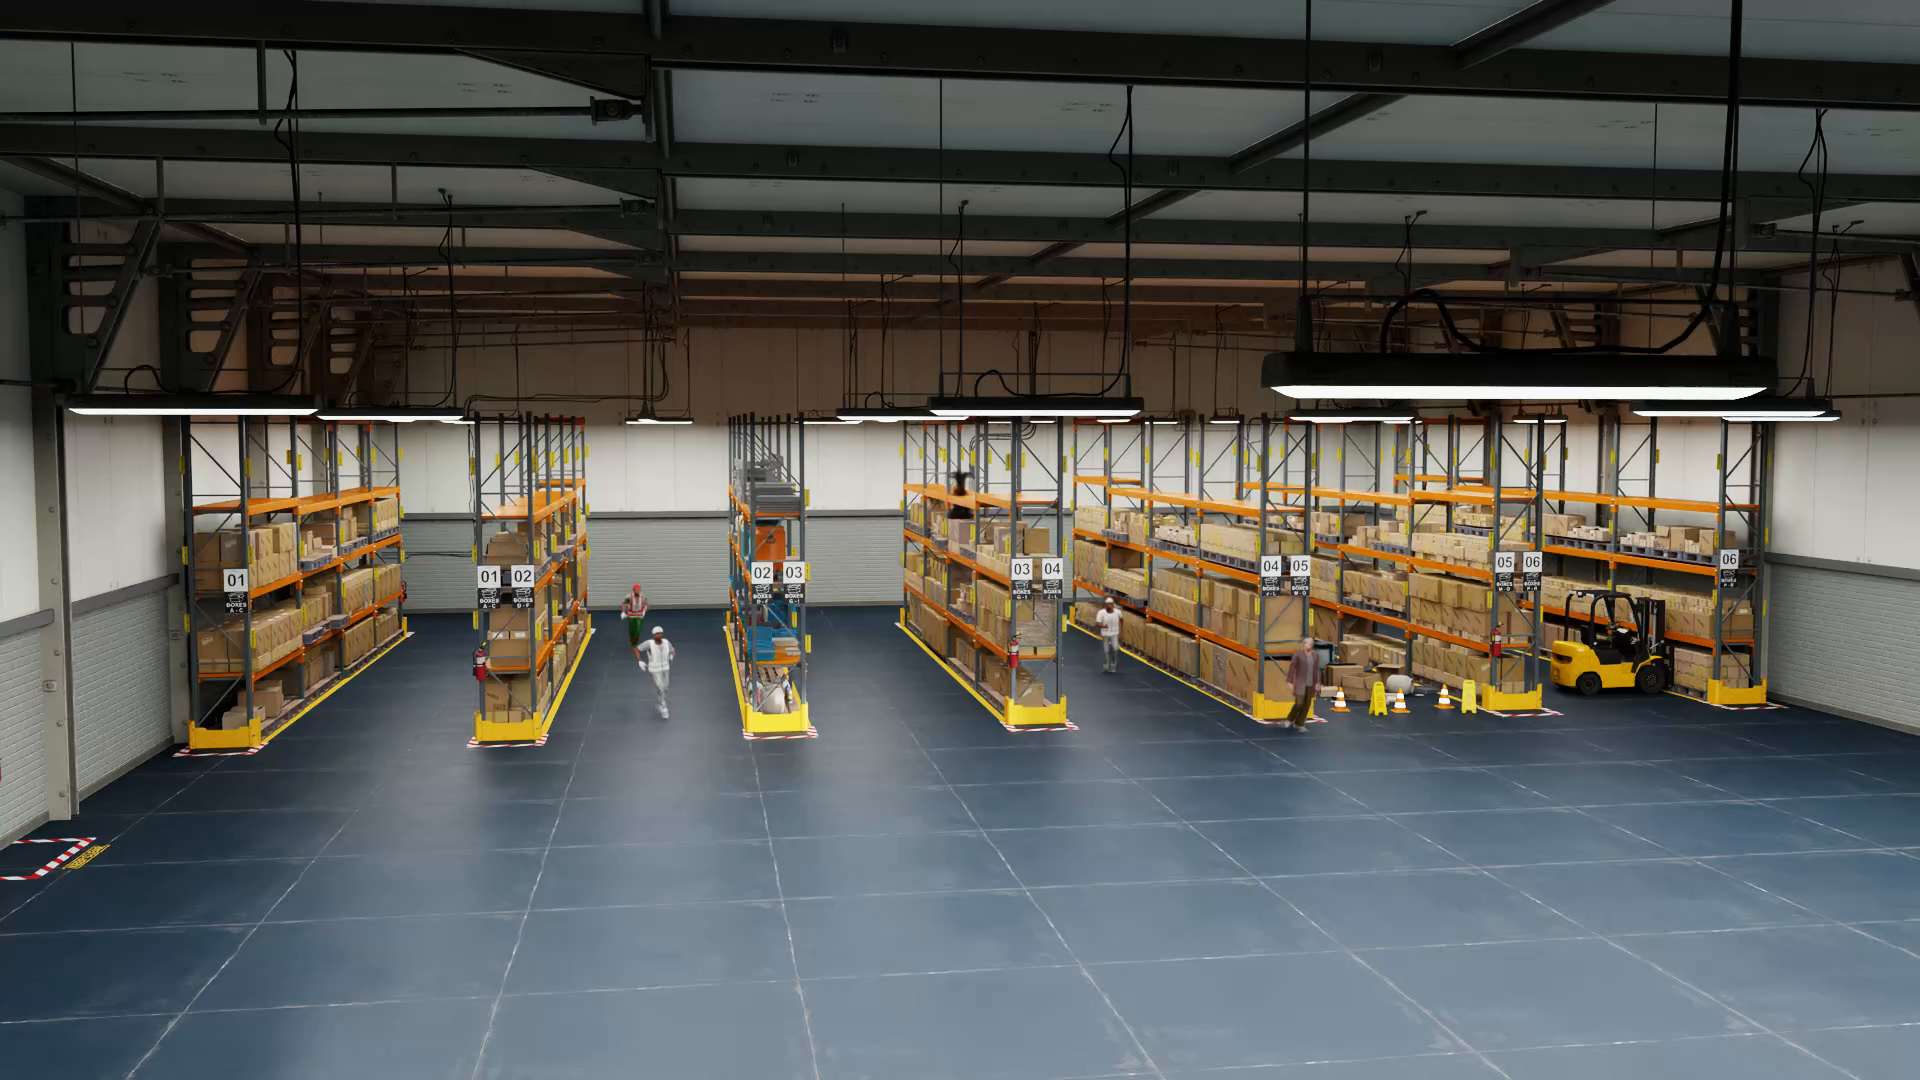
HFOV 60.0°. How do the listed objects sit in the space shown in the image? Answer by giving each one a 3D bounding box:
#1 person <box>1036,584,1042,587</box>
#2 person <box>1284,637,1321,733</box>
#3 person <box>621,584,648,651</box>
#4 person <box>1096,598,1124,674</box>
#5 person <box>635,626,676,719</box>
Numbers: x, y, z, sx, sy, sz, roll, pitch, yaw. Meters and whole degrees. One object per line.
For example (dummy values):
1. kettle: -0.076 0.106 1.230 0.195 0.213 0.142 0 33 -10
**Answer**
1. person: 2.290 1.654 48.356 0.537 1.635 0.653 0 4 3
2. person: 6.426 2.777 31.223 0.704 1.689 0.534 -2 4 -24
3. person: -8.334 1.974 42.612 0.667 1.715 0.703 -2 4 -26
4. person: 3.485 2.222 38.593 0.675 1.787 0.803 0 4 -2
5. person: -5.976 2.615 32.833 0.786 1.844 0.718 -3 5 -37
